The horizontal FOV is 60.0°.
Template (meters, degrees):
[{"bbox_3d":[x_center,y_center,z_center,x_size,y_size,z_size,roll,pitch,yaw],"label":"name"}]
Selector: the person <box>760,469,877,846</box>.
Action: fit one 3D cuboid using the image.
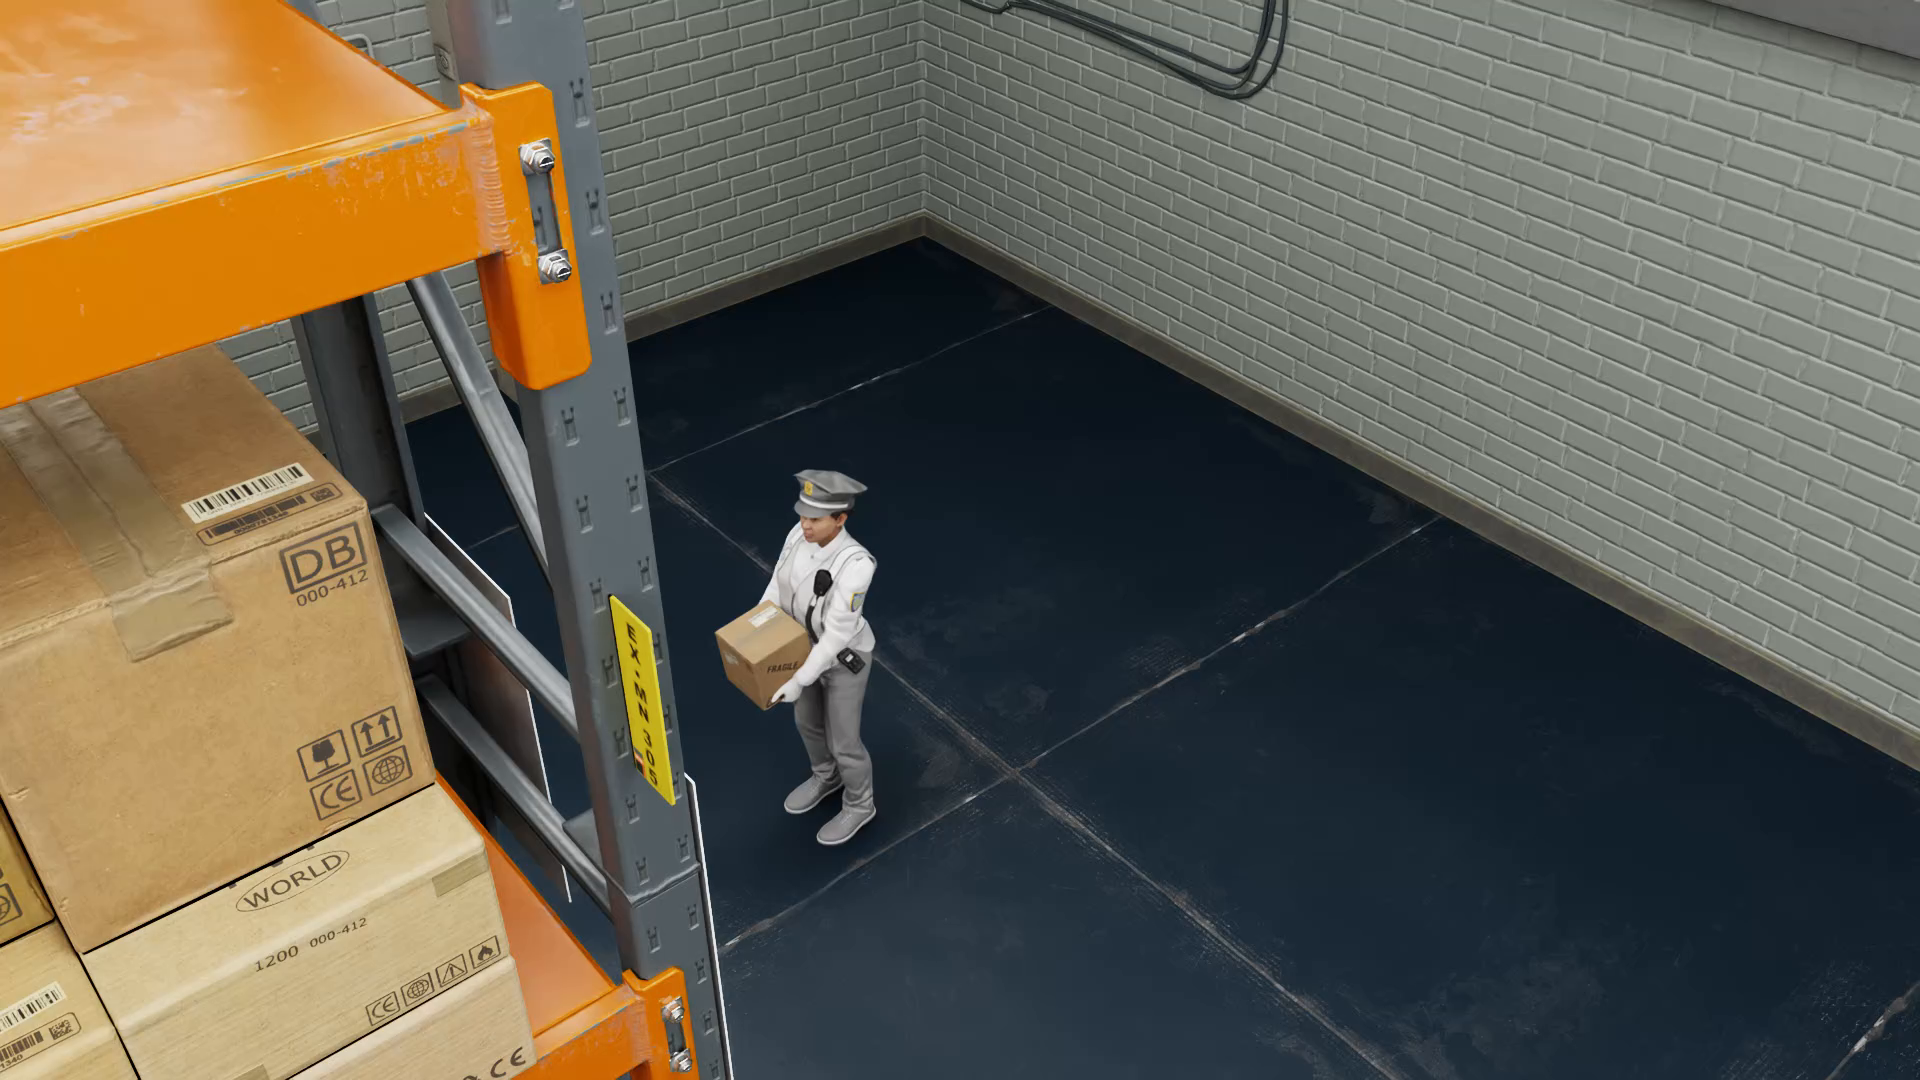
[{"bbox_3d":[-0.581,0.478,6.404,0.530,1.691,0.447,-27,44,-32],"label":"person"}]
